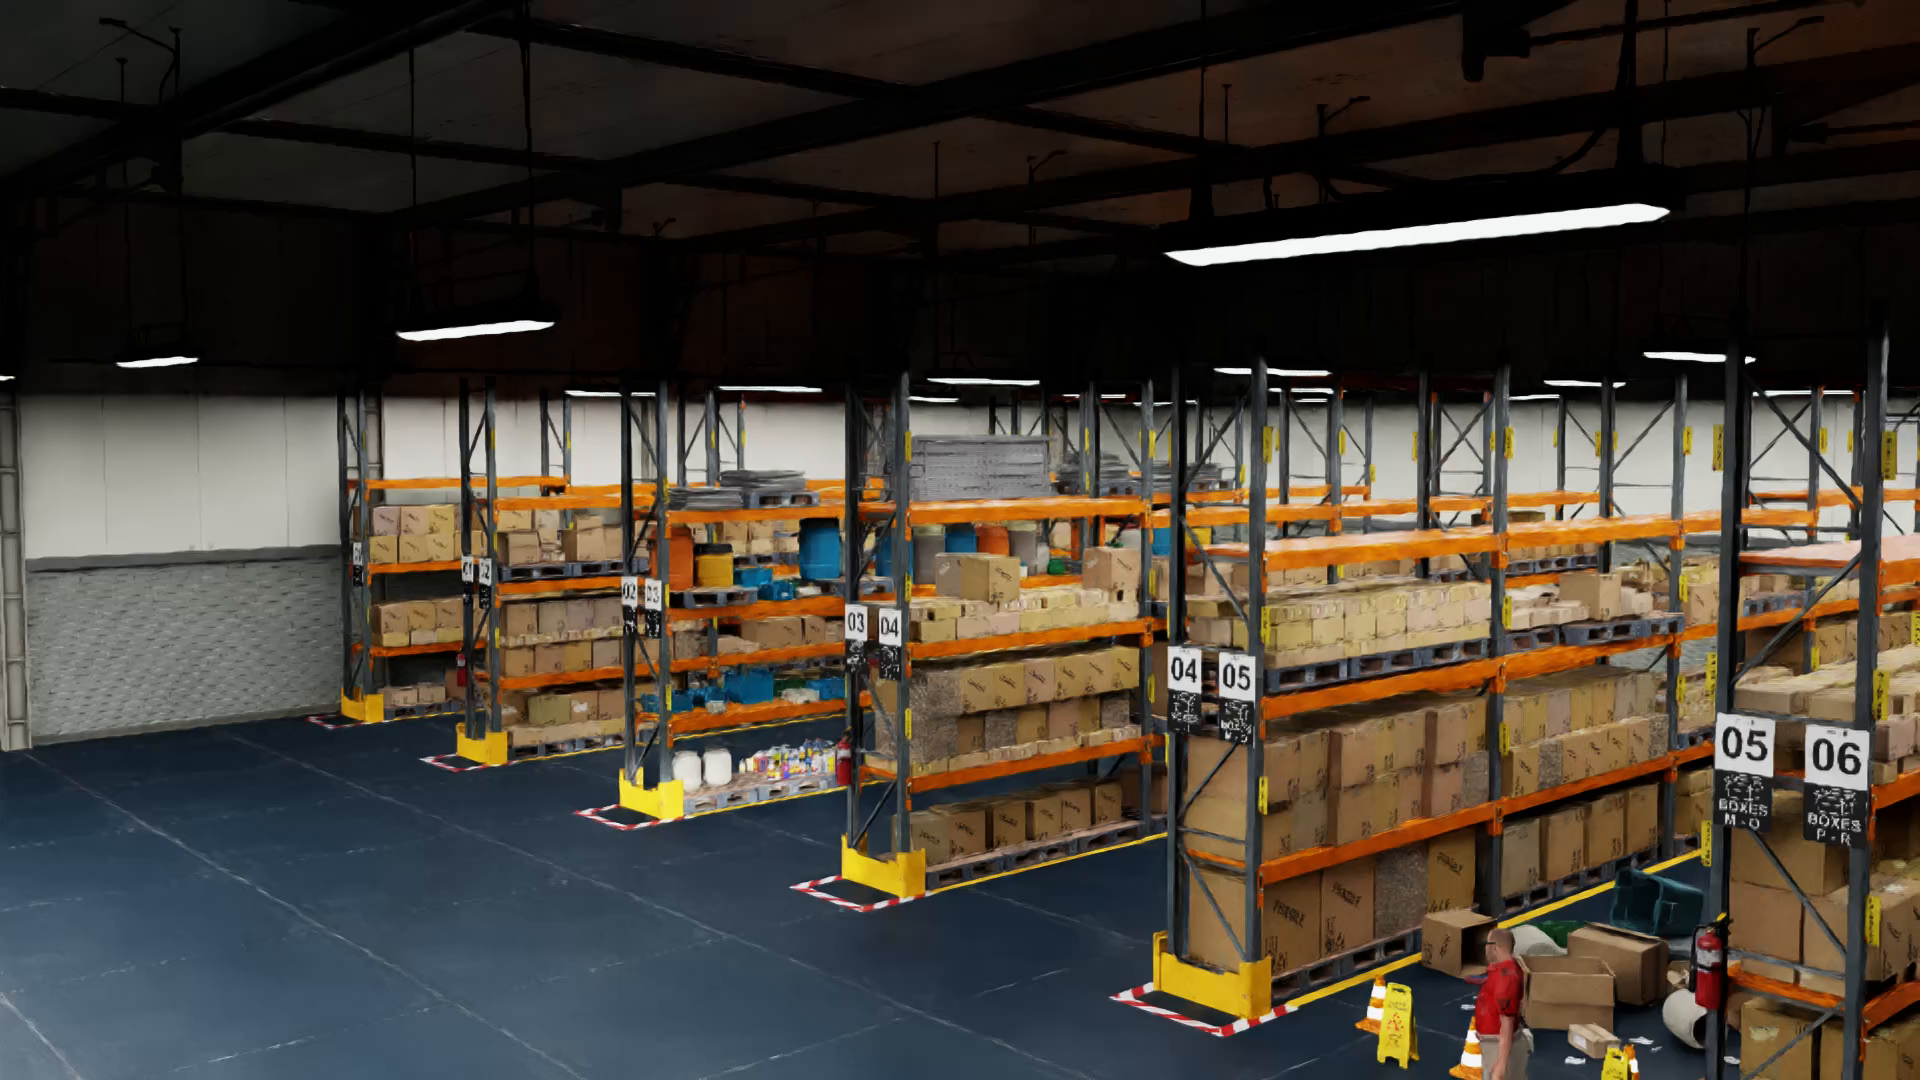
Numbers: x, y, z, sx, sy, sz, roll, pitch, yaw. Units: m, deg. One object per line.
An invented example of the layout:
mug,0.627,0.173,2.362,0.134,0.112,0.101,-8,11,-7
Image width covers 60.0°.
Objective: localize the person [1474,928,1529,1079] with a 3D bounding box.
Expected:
person,3.835,3.556,11.528,0.563,1.718,0.656,1,4,20
